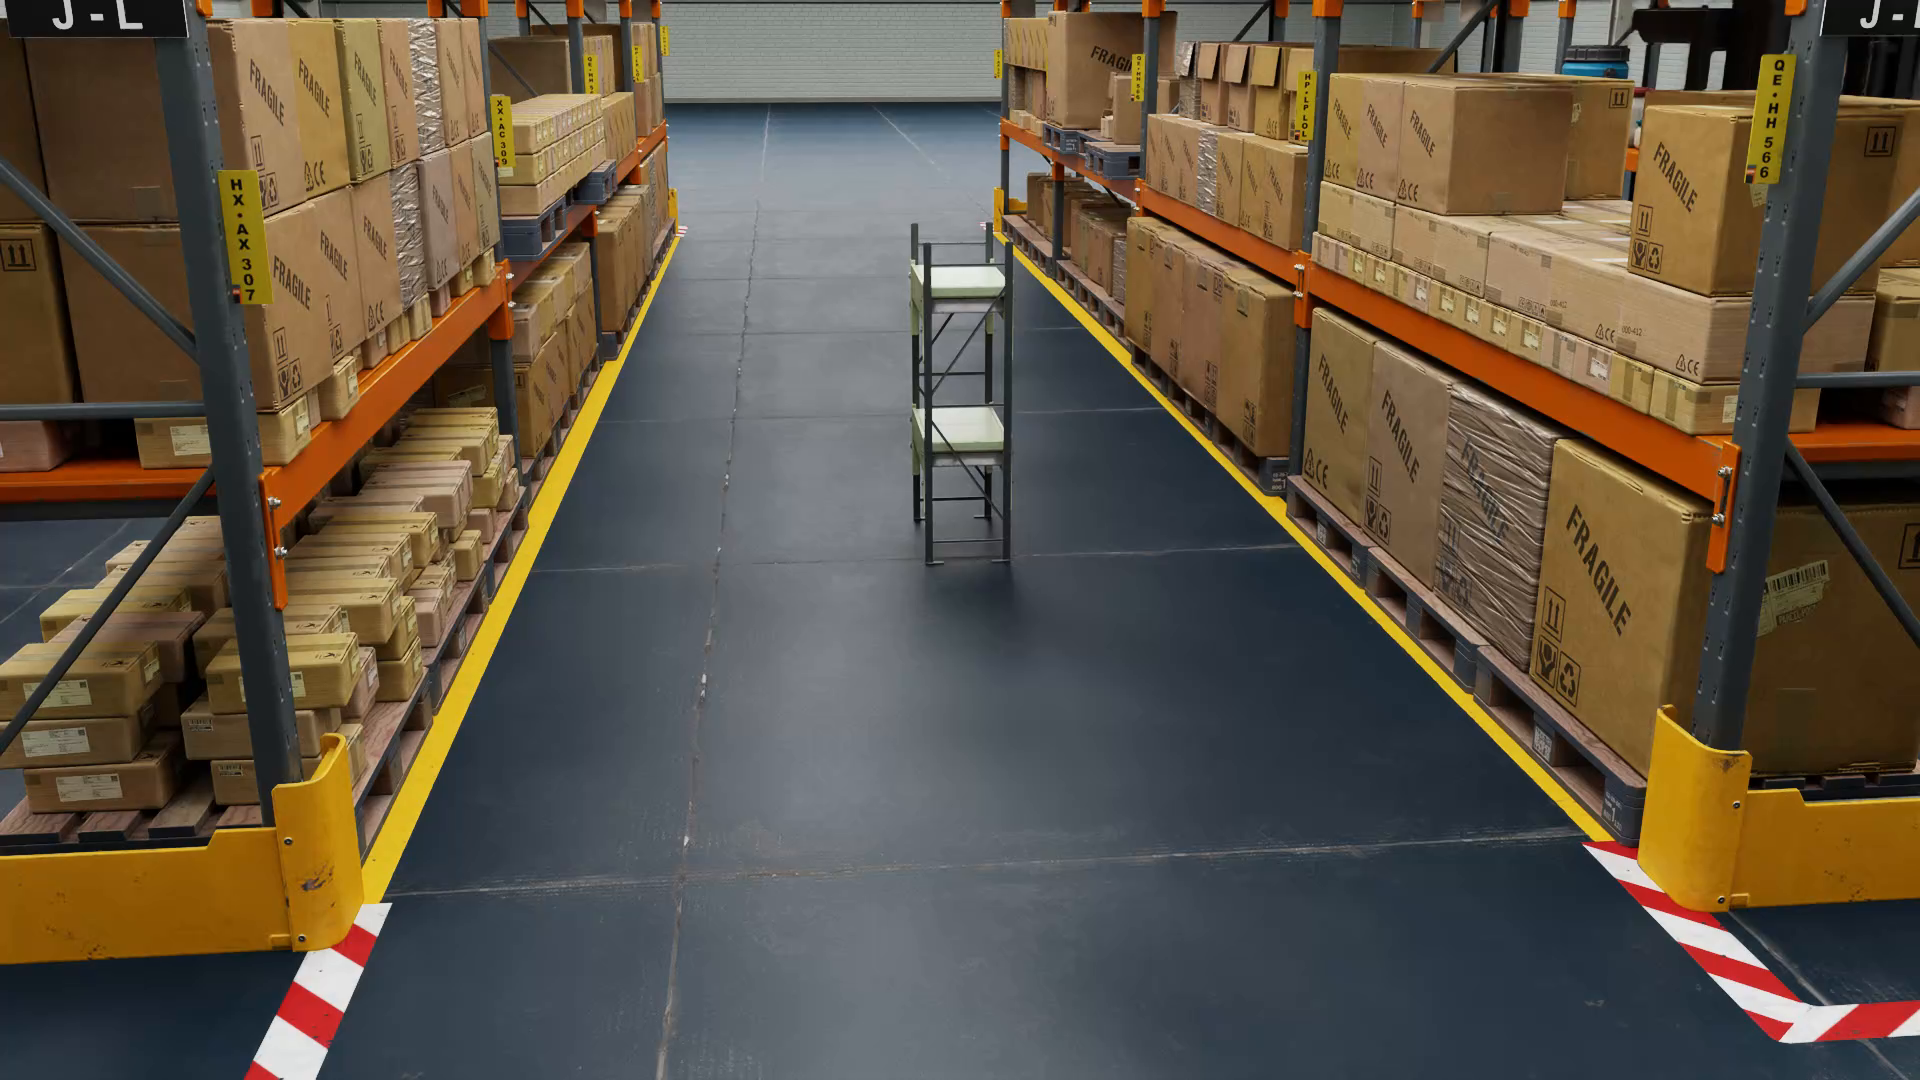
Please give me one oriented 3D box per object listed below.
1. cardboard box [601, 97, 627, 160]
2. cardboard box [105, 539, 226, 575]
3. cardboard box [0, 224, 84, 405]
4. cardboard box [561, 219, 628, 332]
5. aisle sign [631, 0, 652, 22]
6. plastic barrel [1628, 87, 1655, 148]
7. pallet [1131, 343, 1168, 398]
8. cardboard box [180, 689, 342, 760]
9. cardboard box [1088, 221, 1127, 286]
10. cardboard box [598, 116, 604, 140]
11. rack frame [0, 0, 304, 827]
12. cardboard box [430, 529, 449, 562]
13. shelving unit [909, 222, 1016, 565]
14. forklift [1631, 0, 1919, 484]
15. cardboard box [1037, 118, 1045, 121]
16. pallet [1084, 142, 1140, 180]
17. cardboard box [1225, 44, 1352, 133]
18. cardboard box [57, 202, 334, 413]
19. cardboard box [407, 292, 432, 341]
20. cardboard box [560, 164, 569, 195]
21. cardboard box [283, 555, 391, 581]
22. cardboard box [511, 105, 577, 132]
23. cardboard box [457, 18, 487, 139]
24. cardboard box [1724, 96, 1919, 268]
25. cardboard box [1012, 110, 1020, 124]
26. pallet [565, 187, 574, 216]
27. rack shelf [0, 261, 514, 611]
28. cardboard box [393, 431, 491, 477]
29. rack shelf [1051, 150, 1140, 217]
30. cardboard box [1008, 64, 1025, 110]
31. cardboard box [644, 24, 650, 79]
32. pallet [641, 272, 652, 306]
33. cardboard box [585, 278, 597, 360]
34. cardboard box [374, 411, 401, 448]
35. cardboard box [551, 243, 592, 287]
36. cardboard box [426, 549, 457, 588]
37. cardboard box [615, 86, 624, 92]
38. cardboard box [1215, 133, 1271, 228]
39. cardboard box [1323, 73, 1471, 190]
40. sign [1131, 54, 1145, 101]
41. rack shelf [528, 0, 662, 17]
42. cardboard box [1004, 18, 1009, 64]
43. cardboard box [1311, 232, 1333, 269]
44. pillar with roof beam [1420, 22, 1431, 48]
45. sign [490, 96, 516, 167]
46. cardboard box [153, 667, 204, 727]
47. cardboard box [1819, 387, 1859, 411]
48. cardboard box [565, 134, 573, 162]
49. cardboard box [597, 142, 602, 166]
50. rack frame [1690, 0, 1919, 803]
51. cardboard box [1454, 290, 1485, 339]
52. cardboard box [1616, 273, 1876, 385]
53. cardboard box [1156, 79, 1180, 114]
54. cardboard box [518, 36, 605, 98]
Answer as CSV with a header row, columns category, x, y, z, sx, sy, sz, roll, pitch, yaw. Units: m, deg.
category,x,y,z,sx,sy,sz,roll,pitch,yaw
cardboard box,-3.113,-3.488,14.111,0.500,0.500,0.500,-2,17,-5
cardboard box,-2.775,0.106,5.897,0.380,0.149,0.250,-1,17,-4
cardboard box,-2.602,-0.628,4.508,0.500,0.500,0.500,-1,17,-5
cardboard box,-3.098,-2.008,12.619,1.050,0.750,0.750,-2,18,-6
aisle sign,-3.659,-6.351,19.057,0.394,0.787,0.004,-2,18,-6
plastic barrel,6.214,-3.937,15.484,0.433,0.535,0.433,0,17,0
pallet,1.825,-1.252,11.812,1.003,0.211,1.213,-2,18,-6
cardboard box,-2.098,0.541,5.008,0.380,0.149,0.250,-1,17,-3
cardboard box,1.537,-2.536,14.684,0.700,0.500,0.500,-3,18,-10
cardboard box,-2.621,-2.786,11.264,0.380,0.149,0.250,-1,17,-5
rack frame,-2.300,-0.313,4.166,1.000,3.000,0.127,-2,18,-6
cardboard box,-2.297,-0.010,6.762,0.380,0.149,0.250,-3,18,-8
shelving unit,-0.001,-0.718,7.959,0.431,1.500,0.755,-2,18,-6
forklift,4.422,-1.929,9.427,1.130,2.935,3.031,-2,18,-7
cardboard box,1.012,-4.320,17.350,0.380,0.149,0.250,-2,18,-6
pallet,1.640,-2.937,12.845,1.213,0.211,1.003,-2,18,-6
cardboard box,2.018,-2.734,10.035,0.797,0.503,0.637,-1,17,-4
cardboard box,-2.071,-0.645,4.560,0.500,0.500,0.500,-1,17,-3
cardboard box,-2.217,-0.843,6.275,0.380,0.149,0.250,-1,17,-5
cardboard box,-2.403,-2.024,9.336,0.380,0.149,0.250,-3,18,-8
cardboard box,-2.170,0.168,5.700,0.380,0.149,0.250,-3,18,-8
cardboard box,-2.461,-2.466,9.749,0.380,0.149,0.250,-1,17,-4
cardboard box,-2.395,-2.040,7.333,0.500,0.500,0.500,-2,18,-8
cardboard box,2.812,-1.165,5.380,0.500,0.500,0.500,-2,18,-7
cardboard box,0.804,-4.841,19.008,0.380,0.149,0.250,-2,18,-6
pallet,-2.880,-2.016,9.912,1.003,0.211,1.213,-2,18,-6
rack shelf,-2.506,-0.566,6.172,1.077,0.370,4.000,-2,18,-6
cardboard box,-2.318,-0.382,7.451,0.380,0.149,0.250,-2,18,-6
rack shelf,1.613,-3.072,14.156,1.077,0.370,4.000,-2,18,-6
cardboard box,1.023,-5.228,19.158,0.875,0.500,0.500,-2,18,-6
cardboard box,-3.695,-5.069,17.262,0.875,0.550,0.500,-2,18,-6
pallet,-3.383,-2.330,15.247,1.003,0.211,1.213,-2,18,-6
cardboard box,-2.797,-1.516,11.471,0.500,0.500,0.500,-2,18,-6
cardboard box,-2.883,-0.520,7.890,0.380,0.149,0.250,-1,17,-3
cardboard box,-2.794,-1.866,11.334,0.500,0.250,0.500,-2,18,-7
cardboard box,-2.266,0.150,6.751,0.380,0.149,0.250,-1,17,-5
cardboard box,-3.587,-4.069,15.880,0.875,0.550,0.550,-2,18,-6
cardboard box,1.807,-2.109,9.722,0.500,0.500,0.500,-2,18,-6
cardboard box,2.027,-1.905,7.740,0.500,0.500,0.500,-2,18,-6
sign,1.280,-3.315,11.926,0.100,0.325,0.005,-2,18,-6
rack shelf,-3.744,-5.572,17.110,1.077,0.370,4.000,-2,18,-6
cardboard box,0.780,-5.697,18.984,0.500,0.500,0.500,-2,18,-6
cardboard box,1.931,-1.410,8.078,0.380,0.149,0.250,-2,18,-6
pillar with roof beam,9.331,-17.148,47.773,9.100,9.000,0.400,-2,18,-6
sign,-2.173,-1.937,7.893,0.100,0.325,0.005,-2,18,-6
cardboard box,-2.611,0.477,5.212,0.380,0.149,0.250,-2,18,-7
cardboard box,2.908,-0.509,5.209,0.380,0.149,0.250,-2,18,-6
cardboard box,-2.436,-2.249,9.556,0.380,0.149,0.250,-2,18,-7
cardboard box,-2.593,-2.570,11.074,0.380,0.149,0.250,-2,18,-6
rack frame,2.644,-0.436,4.558,1.000,3.000,0.127,-2,18,-6
cardboard box,2.122,-0.868,6.352,0.380,0.149,0.250,-1,17,-5
cardboard box,2.330,-0.643,4.970,0.500,0.250,0.500,-2,18,-7
cardboard box,1.724,-3.227,12.581,0.500,0.500,0.500,-4,18,-12
cardboard box,-3.374,-3.961,13.951,0.700,0.500,0.500,-2,18,-5
